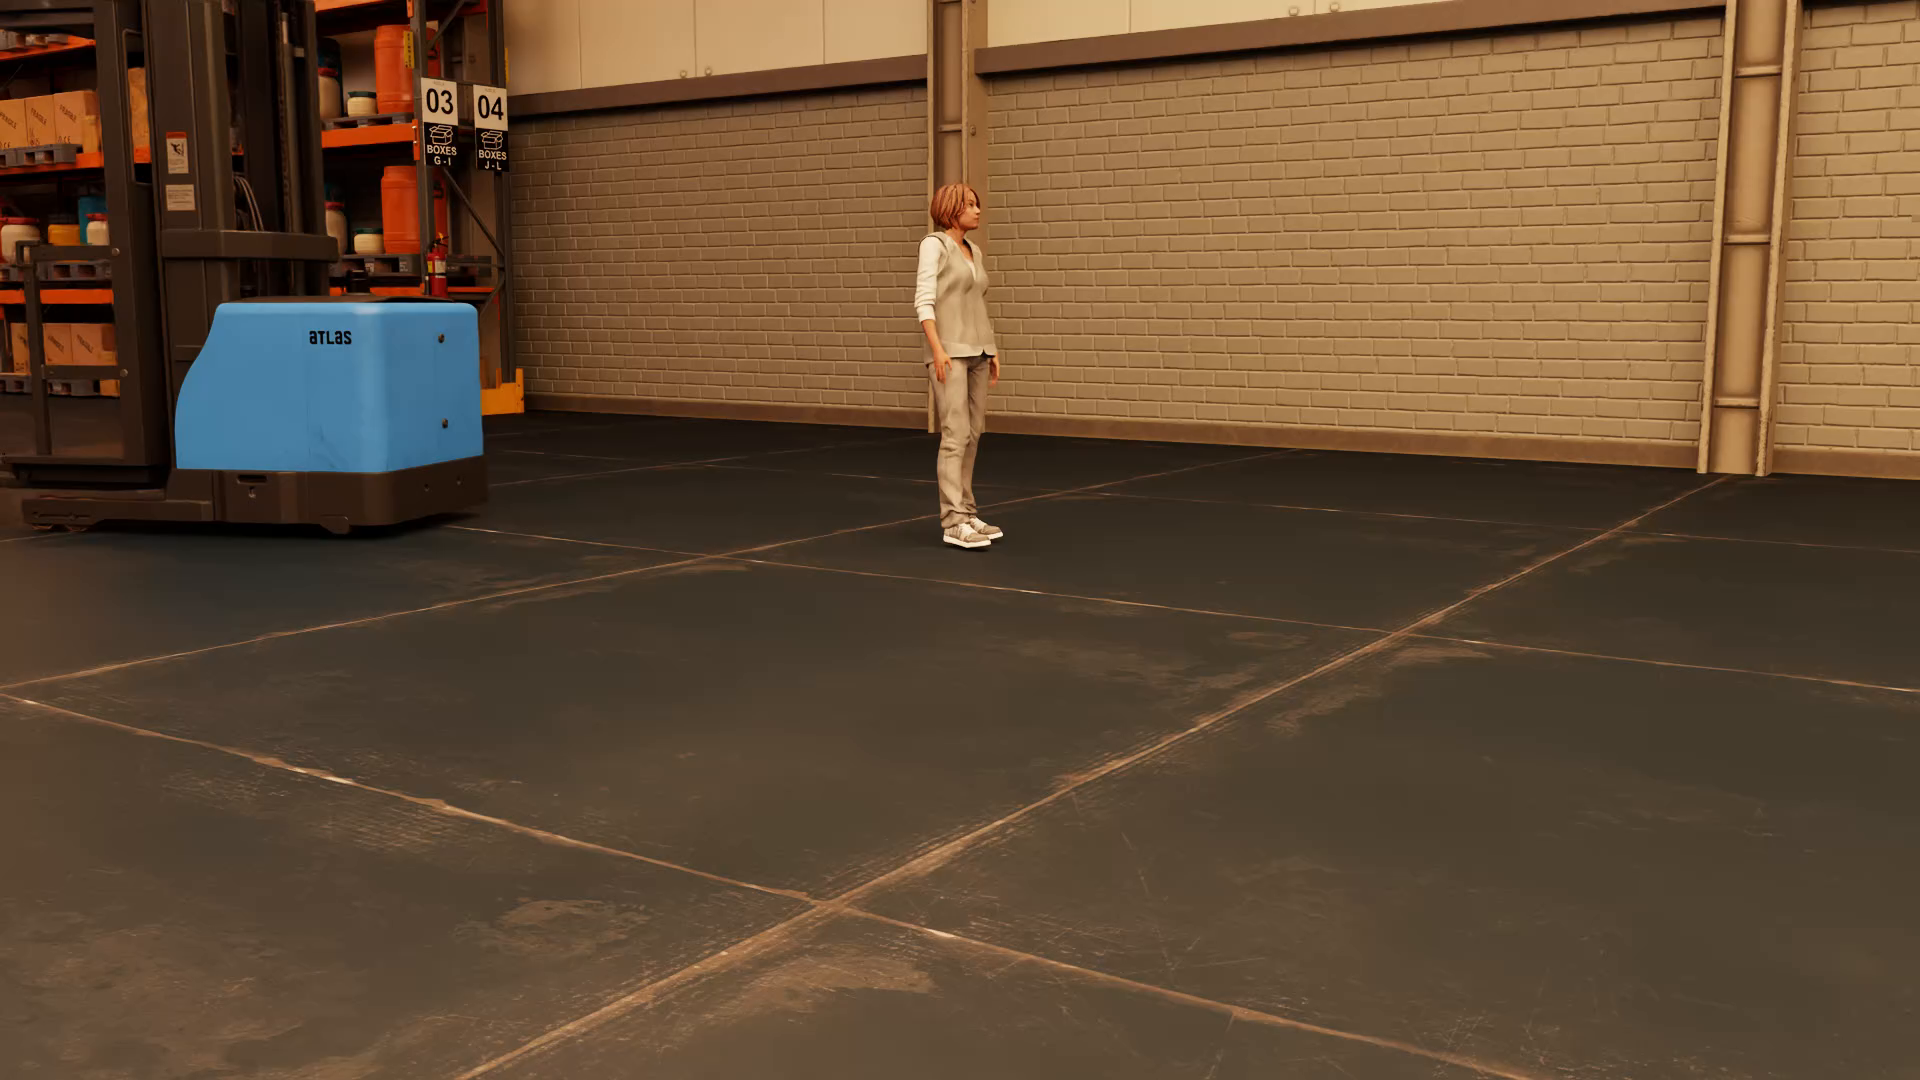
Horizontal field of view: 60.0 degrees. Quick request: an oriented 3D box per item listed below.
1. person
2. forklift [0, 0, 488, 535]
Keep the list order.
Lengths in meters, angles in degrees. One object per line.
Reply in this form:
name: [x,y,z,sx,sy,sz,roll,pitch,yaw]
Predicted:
person: [0.054,-0.791,7.437,0.473,1.599,0.520,5,10,34]
forklift: [-3.972,-1.557,8.144,3.031,2.935,1.130,2,8,12]
